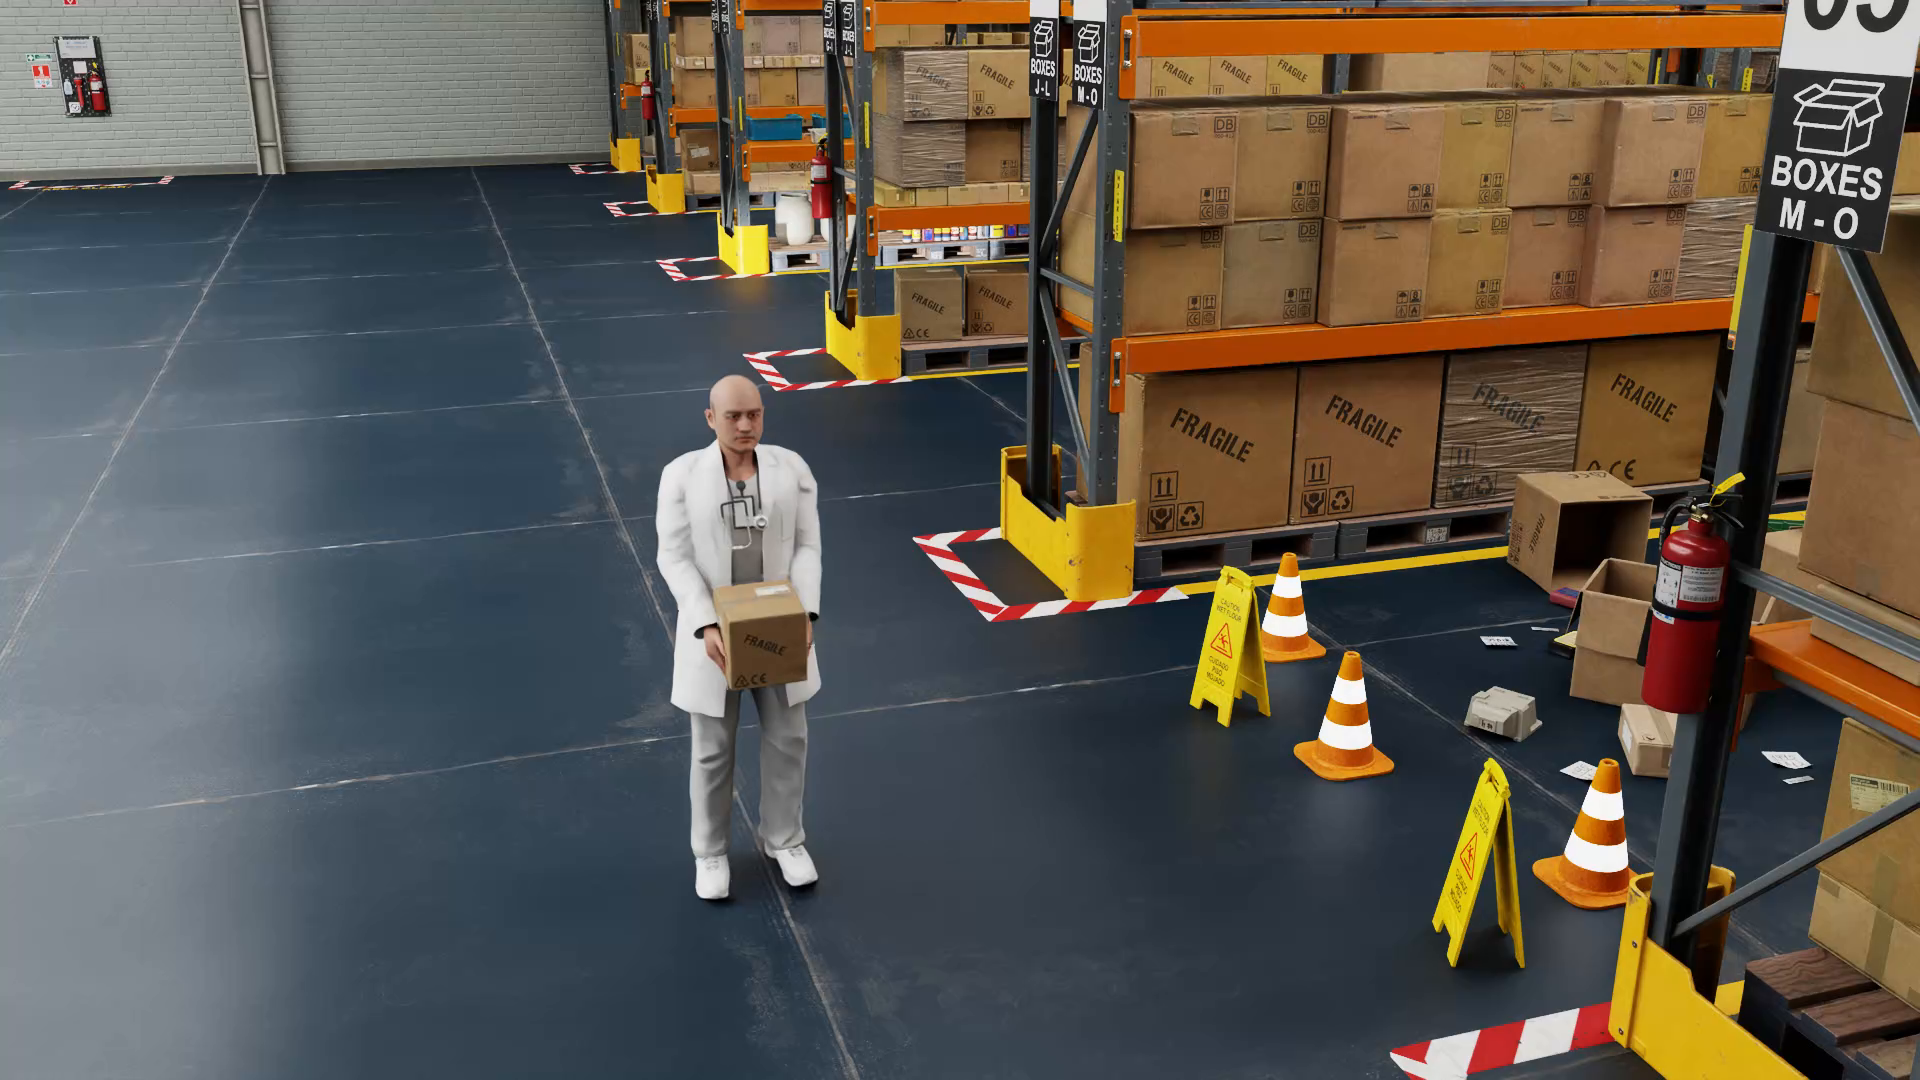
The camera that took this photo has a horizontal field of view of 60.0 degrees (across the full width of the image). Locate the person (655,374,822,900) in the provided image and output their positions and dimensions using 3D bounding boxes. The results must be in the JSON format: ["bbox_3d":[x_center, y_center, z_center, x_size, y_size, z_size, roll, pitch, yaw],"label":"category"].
[{"bbox_3d":[-0.702,0.348,5.562,0.559,1.782,0.517,-6,20,-18],"label":"person"}]
